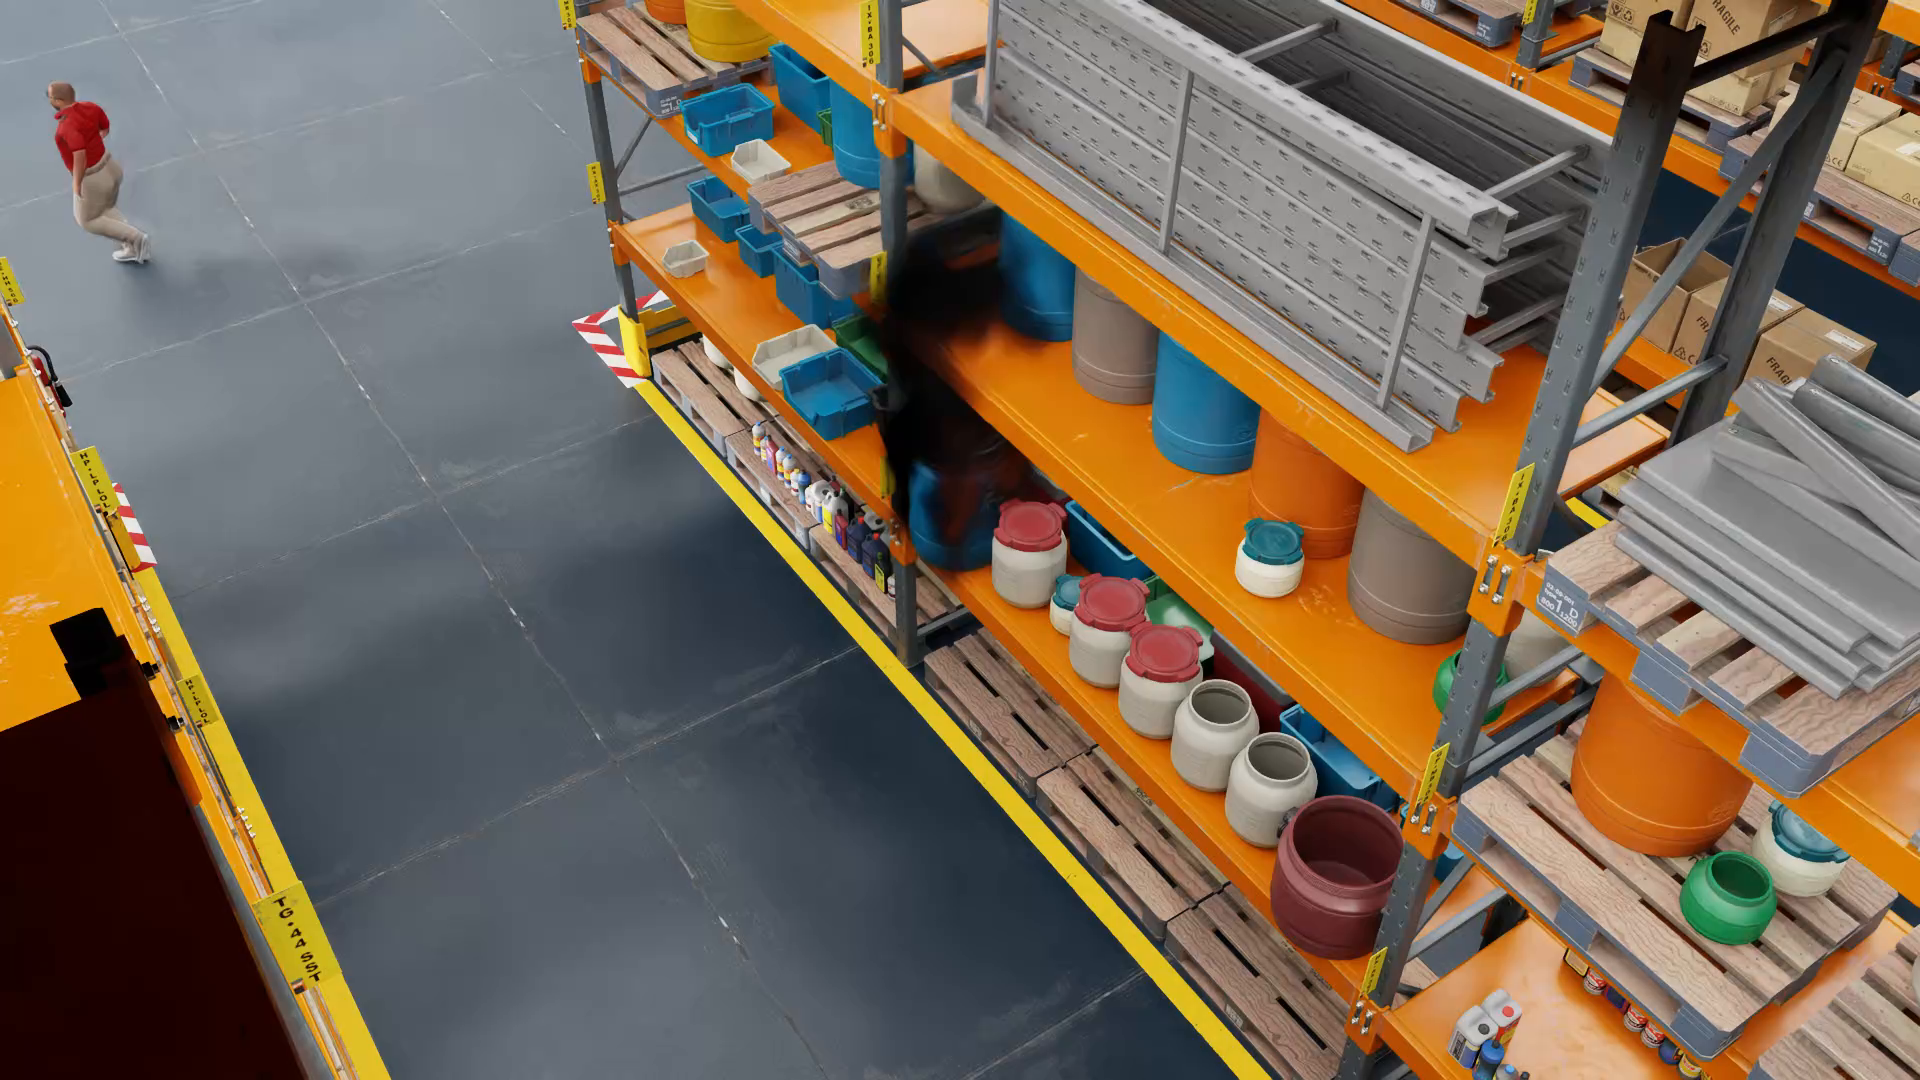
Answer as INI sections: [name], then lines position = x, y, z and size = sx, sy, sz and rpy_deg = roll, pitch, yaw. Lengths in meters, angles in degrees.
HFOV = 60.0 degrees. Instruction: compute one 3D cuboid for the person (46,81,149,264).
[person]
position = -7.186, -3.017, 13.806
size = 0.594, 1.686, 0.698
rpy_deg = 1, 43, 1
